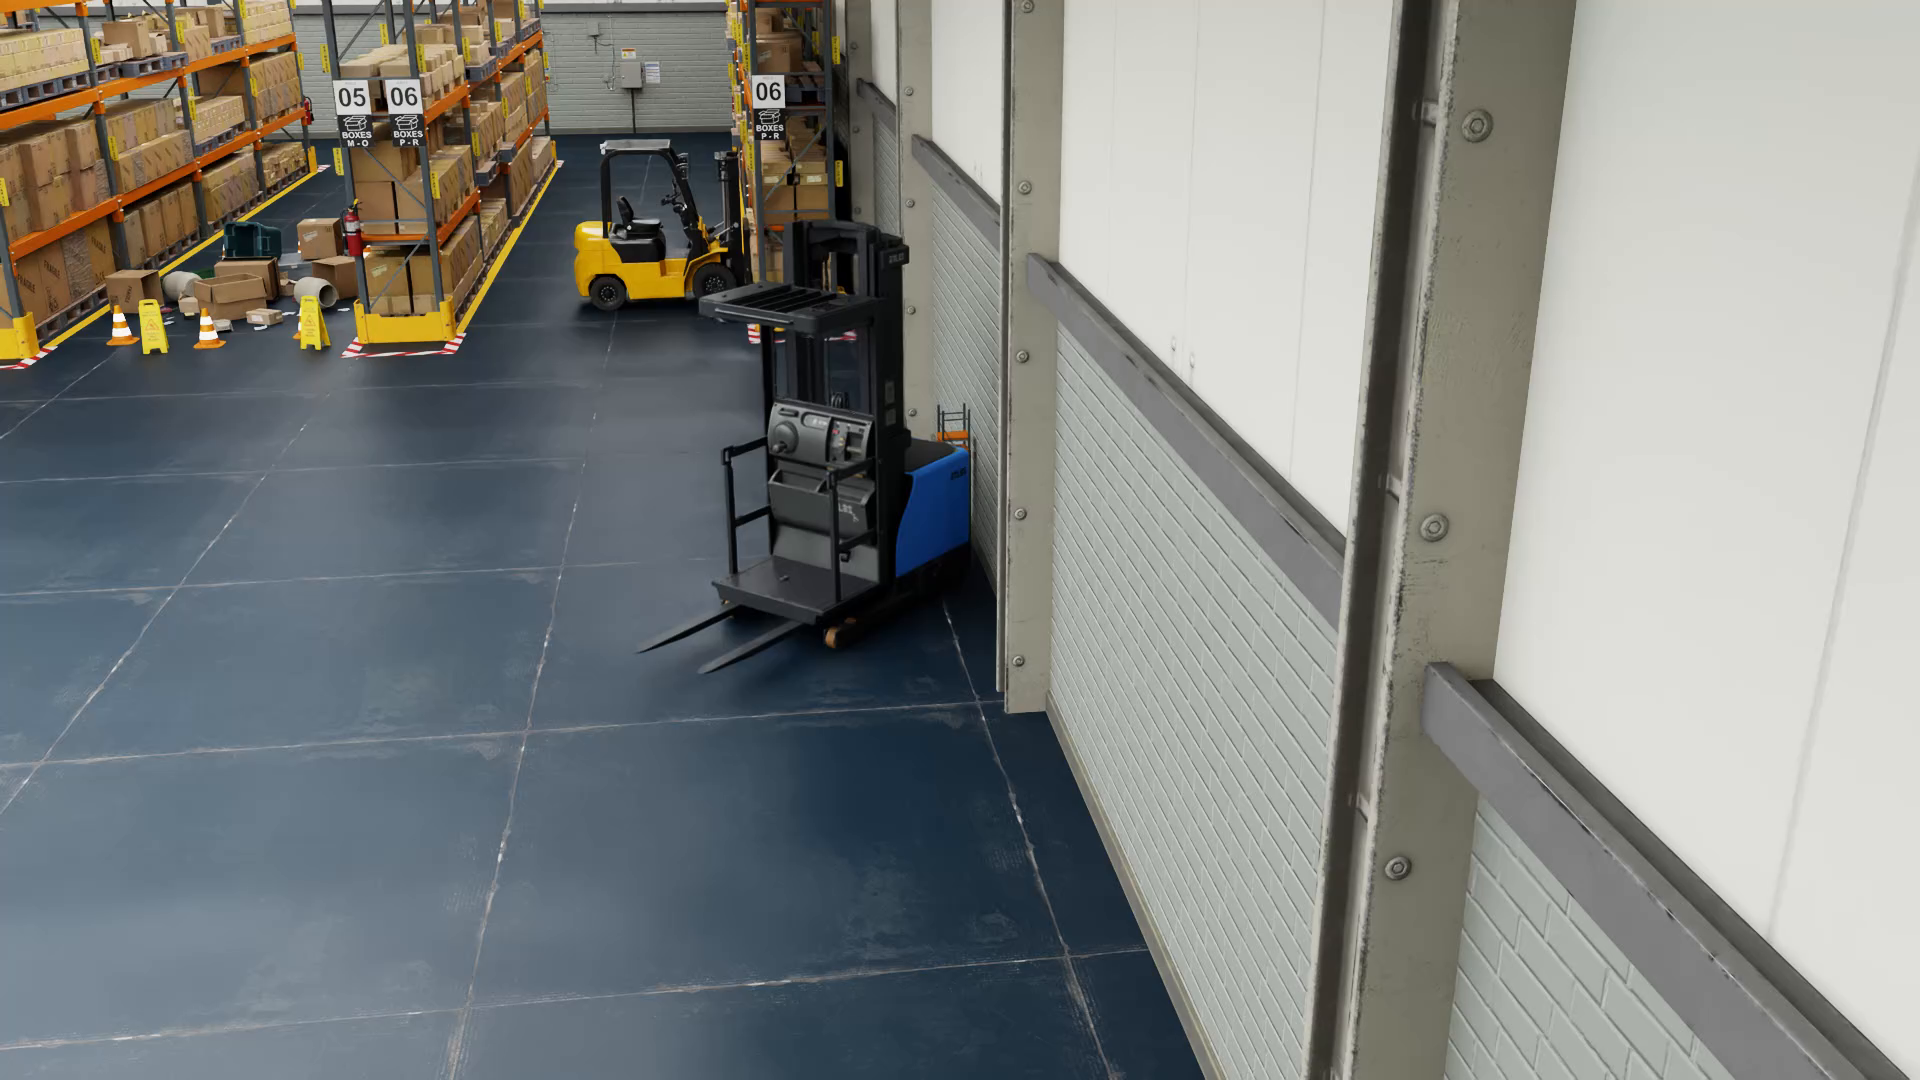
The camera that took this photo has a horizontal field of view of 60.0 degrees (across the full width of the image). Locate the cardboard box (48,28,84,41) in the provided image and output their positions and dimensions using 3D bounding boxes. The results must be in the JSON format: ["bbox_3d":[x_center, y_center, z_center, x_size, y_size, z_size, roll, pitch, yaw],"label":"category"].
[{"bbox_3d":[-12.093,-6.827,22.472,0.380,0.149,0.250,-3,21,-8],"label":"cardboard box"}]

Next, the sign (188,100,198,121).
[{"bbox_3d":[-12.489,-6.990,27.063,0.100,0.325,0.005,-3,21,-8],"label":"sign"}]

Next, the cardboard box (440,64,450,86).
[{"bbox_3d":[-7.026,-6.126,21.906,0.500,0.250,0.500,-2,21,-7],"label":"cardboard box"}]

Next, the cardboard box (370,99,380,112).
[{"bbox_3d":[-7.329,-5.330,20.345,0.380,0.149,0.250,-3,21,-8],"label":"cardboard box"}]

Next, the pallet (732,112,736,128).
[{"bbox_3d":[-3.812,-7.967,31.609,1.003,0.211,1.213,-3,21,-8],"label":"pallet"}]

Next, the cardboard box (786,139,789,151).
[{"bbox_3d":[-2.365,-5.822,24.521,0.380,0.149,0.250,-3,21,-8],"label":"cardboard box"}]

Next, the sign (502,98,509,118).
[{"bbox_3d":[-7.618,-7.239,27.843,0.100,0.325,0.005,-3,21,-8],"label":"sign"}]

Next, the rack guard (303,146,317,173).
[{"bbox_3d":[-14.180,-7.991,34.970,1.175,0.500,0.348,-3,21,-8],"label":"rack guard"}]

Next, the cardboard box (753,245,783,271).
[{"bbox_3d":[-2.464,-3.705,21.825,0.500,0.250,0.500,-2,21,-6],"label":"cardboard box"}]

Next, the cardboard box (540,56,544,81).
[{"bbox_3d":[-9.002,-9.833,34.758,0.500,0.500,0.500,-2,21,-6],"label":"cardboard box"}]

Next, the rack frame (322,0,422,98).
[{"bbox_3d":[-7.001,-6.743,19.484,1.000,3.000,0.127,-3,21,-8],"label":"rack frame"}]

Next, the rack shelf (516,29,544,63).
[{"bbox_3d":[-9.019,-9.848,33.113,1.077,0.370,4.000,-3,21,-8],"label":"rack shelf"}]

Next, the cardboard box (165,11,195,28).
[{"bbox_3d":[-12.973,-8.648,27.632,0.396,0.266,0.258,-3,21,-8],"label":"cardboard box"}]

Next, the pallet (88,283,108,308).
[{"bbox_3d":[-12.429,-3.460,23.252,1.003,0.211,1.213,-3,21,-8],"label":"pallet"}]

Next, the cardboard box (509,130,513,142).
[{"bbox_3d":[-8.067,-6.992,28.937,0.500,0.250,0.500,-4,21,-9],"label":"cardboard box"}]

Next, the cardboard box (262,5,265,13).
[{"bbox_3d":[-13.609,-10.219,32.008,0.380,0.149,0.250,-4,21,-9],"label":"cardboard box"}]

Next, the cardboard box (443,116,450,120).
[{"bbox_3d":[-8.012,-6.200,25.434,0.500,0.500,0.500,-2,21,-6],"label":"cardboard box"}]

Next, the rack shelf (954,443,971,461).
[{"bbox_3d":[-0.051,-0.729,13.963,0.258,0.103,0.180,-5,22,-11],"label":"rack shelf"}]

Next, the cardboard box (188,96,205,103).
[{"bbox_3d":[-14.012,-8.001,30.334,0.380,0.149,0.250,-2,21,-5],"label":"cardboard box"}]

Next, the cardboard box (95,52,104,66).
[{"bbox_3d":[-12.301,-6.841,23.480,0.258,0.266,0.396,-3,21,-9],"label":"cardboard box"}]

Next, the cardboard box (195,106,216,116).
[{"bbox_3d":[-13.103,-7.401,28.726,0.380,0.149,0.250,-2,21,-6],"label":"cardboard box"}]

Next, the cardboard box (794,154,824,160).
[{"bbox_3d":[-1.983,-4.985,21.854,0.380,0.149,0.250,-3,21,-7],"label":"cardboard box"}]

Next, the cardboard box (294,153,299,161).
[{"bbox_3d":[-13.756,-7.840,34.044,0.380,0.149,0.250,-4,21,-10],"label":"cardboard box"}]

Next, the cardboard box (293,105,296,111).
[{"bbox_3d":[-13.865,-8.884,34.148,0.380,0.149,0.250,-3,21,-8],"label":"cardboard box"}]

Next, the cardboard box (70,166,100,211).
[{"bbox_3d":[-12.294,-4.787,22.606,0.875,0.550,0.550,-3,21,-8],"label":"cardboard box"}]

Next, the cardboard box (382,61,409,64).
[{"bbox_3d":[-6.902,-5.814,20.501,0.380,0.149,0.250,-3,21,-8],"label":"cardboard box"}]

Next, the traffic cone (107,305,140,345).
[{"bbox_3d":[-10.556,-2.715,20.899,0.336,0.463,0.334,-3,21,-8],"label":"traffic cone"}]

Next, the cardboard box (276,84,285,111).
[{"bbox_3d":[-13.658,-8.705,32.741,0.500,0.500,0.500,-2,21,-5],"label":"cardboard box"}]

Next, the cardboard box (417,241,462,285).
[{"bbox_3d":[-6.927,-3.675,22.101,0.500,0.500,0.500,-4,21,-10],"label":"cardboard box"}]

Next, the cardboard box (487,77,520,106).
[{"bbox_3d":[-8.282,-8.106,30.134,0.500,0.500,0.500,-2,21,-6],"label":"cardboard box"}]

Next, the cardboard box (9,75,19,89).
[{"bbox_3d":[-11.726,-5.577,20.264,0.380,0.149,0.250,-3,21,-7],"label":"cardboard box"}]

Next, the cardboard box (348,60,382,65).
[{"bbox_3d":[-7.396,-5.875,20.665,0.380,0.149,0.250,-3,21,-8],"label":"cardboard box"}]

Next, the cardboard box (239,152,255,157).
[{"bbox_3d":[-14.111,-7.592,32.956,0.380,0.149,0.250,-3,21,-8],"label":"cardboard box"}]

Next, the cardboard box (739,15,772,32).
[{"bbox_3d":[-3.232,-8.035,26.342,0.500,0.500,0.500,-2,21,-6],"label":"cardboard box"}]

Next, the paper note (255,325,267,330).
[{"bbox_3d":[-9.107,-2.769,21.660,0.148,0.019,0.142,-11,23,-26],"label":"paper note"}]

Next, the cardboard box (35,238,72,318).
[{"bbox_3d":[-12.176,-3.386,21.505,0.875,0.875,0.875,-3,21,-9],"label":"cardboard box"}]

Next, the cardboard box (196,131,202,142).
[{"bbox_3d":[-12.941,-6.755,27.849,0.380,0.149,0.250,-2,21,-5],"label":"cardboard box"}]

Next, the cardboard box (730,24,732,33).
[{"bbox_3d":[-3.992,-9.305,30.246,0.380,0.149,0.250,-2,21,-6],"label":"cardboard box"}]

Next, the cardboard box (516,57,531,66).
[{"bbox_3d":[-8.635,-9.386,32.635,0.380,0.149,0.250,-4,21,-9],"label":"cardboard box"}]

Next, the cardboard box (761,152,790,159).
[{"bbox_3d":[-2.442,-5.051,22.032,0.380,0.149,0.250,-3,21,-7],"label":"cardboard box"}]

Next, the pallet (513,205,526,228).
[{"bbox_3d":[-8.193,-5.673,29.178,1.003,0.211,1.213,-3,21,-8],"label":"pallet"}]

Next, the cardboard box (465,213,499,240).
[{"bbox_3d":[-7.864,-4.954,26.424,0.950,0.372,0.625,-2,21,-6],"label":"cardboard box"}]

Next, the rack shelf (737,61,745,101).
[{"bbox_3d":[-2.954,-7.330,26.370,1.077,0.370,4.000,-3,21,-8],"label":"rack shelf"}]

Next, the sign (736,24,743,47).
[{"bbox_3d":[-3.201,-7.334,24.162,0.100,0.325,0.005,-3,21,-8],"label":"sign"}]

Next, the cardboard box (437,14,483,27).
[{"bbox_3d":[-8.357,-8.476,27.662,0.797,0.503,0.637,-4,21,-11],"label":"cardboard box"}]

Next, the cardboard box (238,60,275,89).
[{"bbox_3d":[-13.570,-8.981,32.052,0.500,0.500,0.500,-3,21,-7],"label":"cardboard box"}]

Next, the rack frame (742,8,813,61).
[{"bbox_3d":[-2.666,-8.380,23.865,1.000,3.000,0.127,-3,21,-8],"label":"rack frame"}]

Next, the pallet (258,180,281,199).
[{"bbox_3d":[-13.746,-6.727,32.001,1.003,0.211,1.213,-3,21,-8],"label":"pallet"}]

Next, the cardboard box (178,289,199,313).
[{"bbox_3d":[-10.391,-3.250,22.613,0.396,0.266,0.258,1,20,2],"label":"cardboard box"}]

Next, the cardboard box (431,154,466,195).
[{"bbox_3d":[-7.107,-5.005,22.837,0.500,0.500,0.500,-2,21,-6],"label":"cardboard box"}]

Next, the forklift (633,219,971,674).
[{"bbox_3d":[-1.157,-0.764,12.148,1.130,2.935,3.031,13,24,32],"label":"forklift"}]

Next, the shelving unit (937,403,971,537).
[{"bbox_3d":[-0.051,-0.547,14.034,0.258,1.200,0.189,-5,22,-11],"label":"shelving unit"}]

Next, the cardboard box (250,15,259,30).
[{"bbox_3d":[-13.513,-9.724,31.251,0.500,0.250,0.500,-3,21,-8],"label":"cardboard box"}]

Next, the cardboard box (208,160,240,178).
[{"bbox_3d":[-13.105,-6.574,29.505,0.500,0.250,0.500,-4,21,-10],"label":"cardboard box"}]

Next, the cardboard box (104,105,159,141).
[{"bbox_3d":[-12.832,-6.425,25.633,0.700,0.500,0.500,-3,21,-9],"label":"cardboard box"}]
